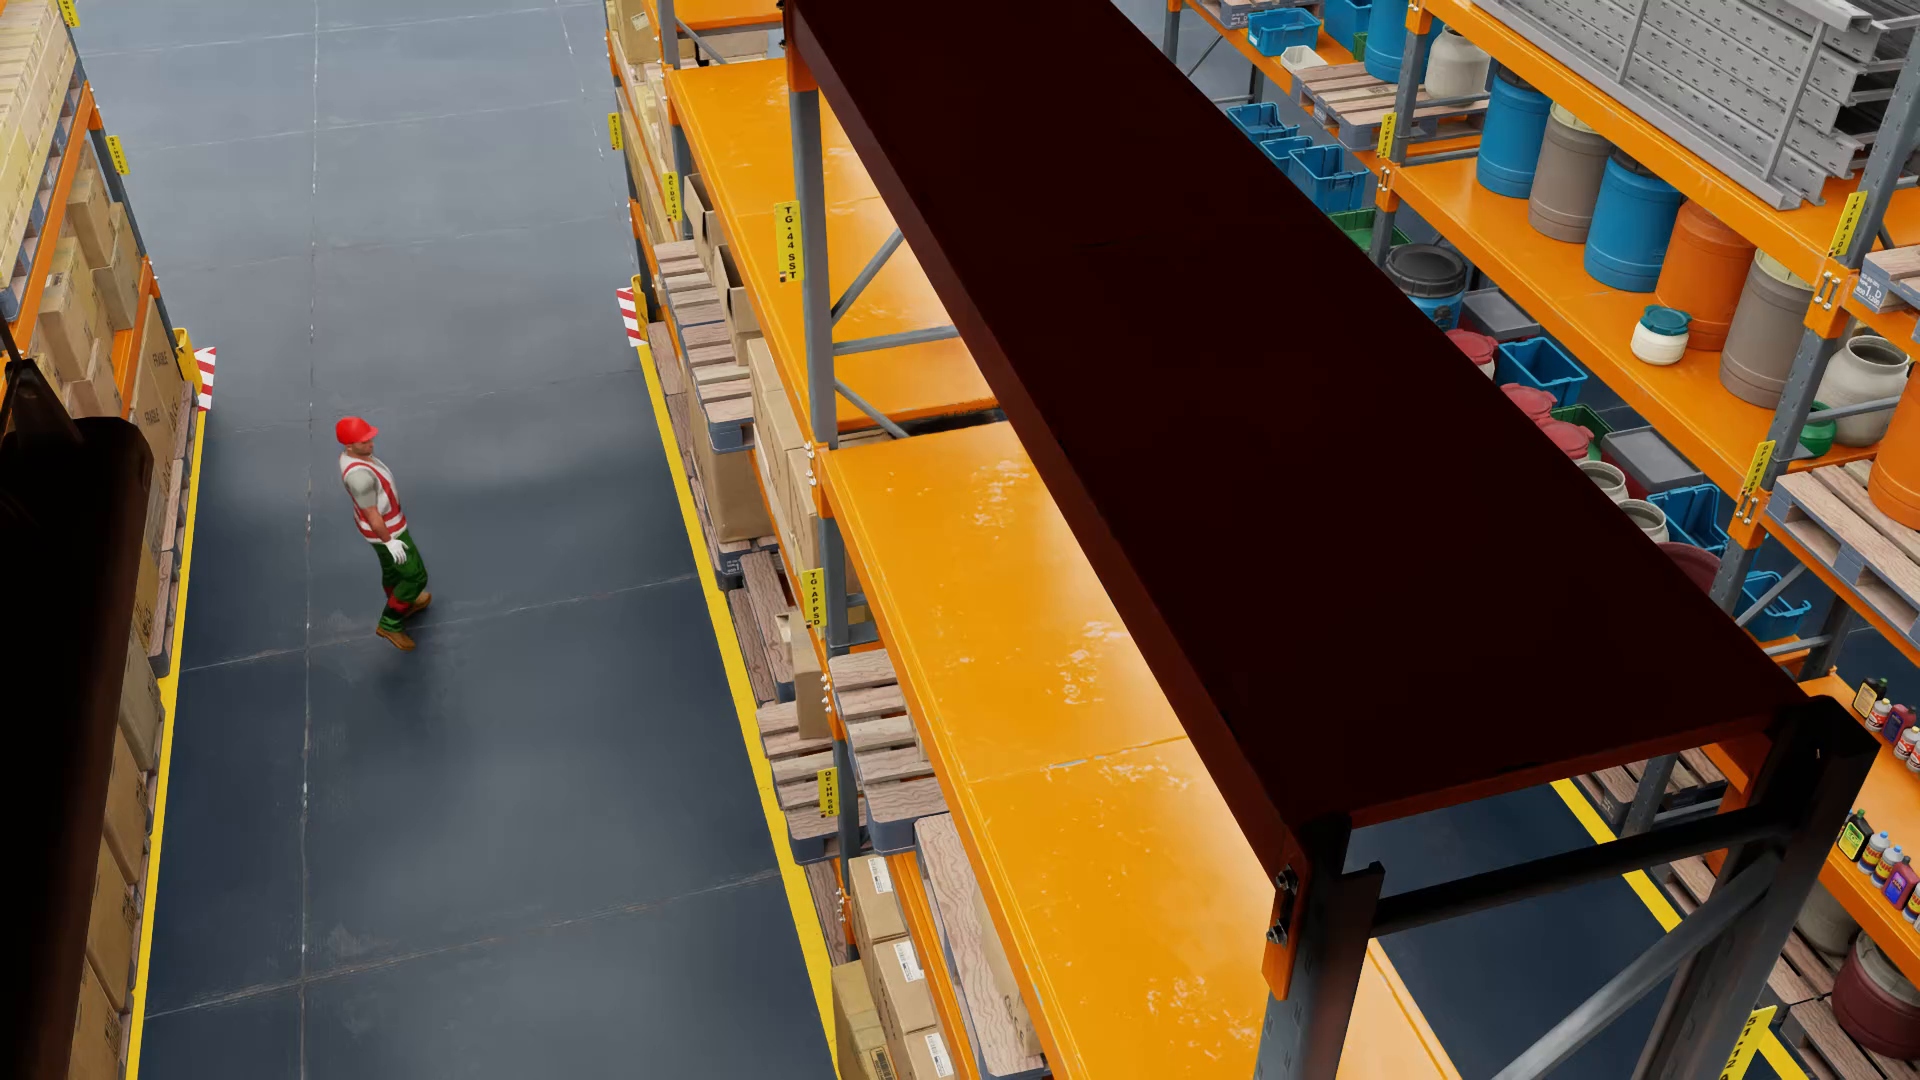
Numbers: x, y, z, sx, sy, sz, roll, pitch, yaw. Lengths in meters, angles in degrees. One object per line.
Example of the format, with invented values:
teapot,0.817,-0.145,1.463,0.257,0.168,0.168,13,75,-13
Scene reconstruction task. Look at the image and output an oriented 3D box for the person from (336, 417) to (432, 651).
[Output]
person,-3.982,-0.070,11.462,0.489,1.789,0.628,-21,43,-25
